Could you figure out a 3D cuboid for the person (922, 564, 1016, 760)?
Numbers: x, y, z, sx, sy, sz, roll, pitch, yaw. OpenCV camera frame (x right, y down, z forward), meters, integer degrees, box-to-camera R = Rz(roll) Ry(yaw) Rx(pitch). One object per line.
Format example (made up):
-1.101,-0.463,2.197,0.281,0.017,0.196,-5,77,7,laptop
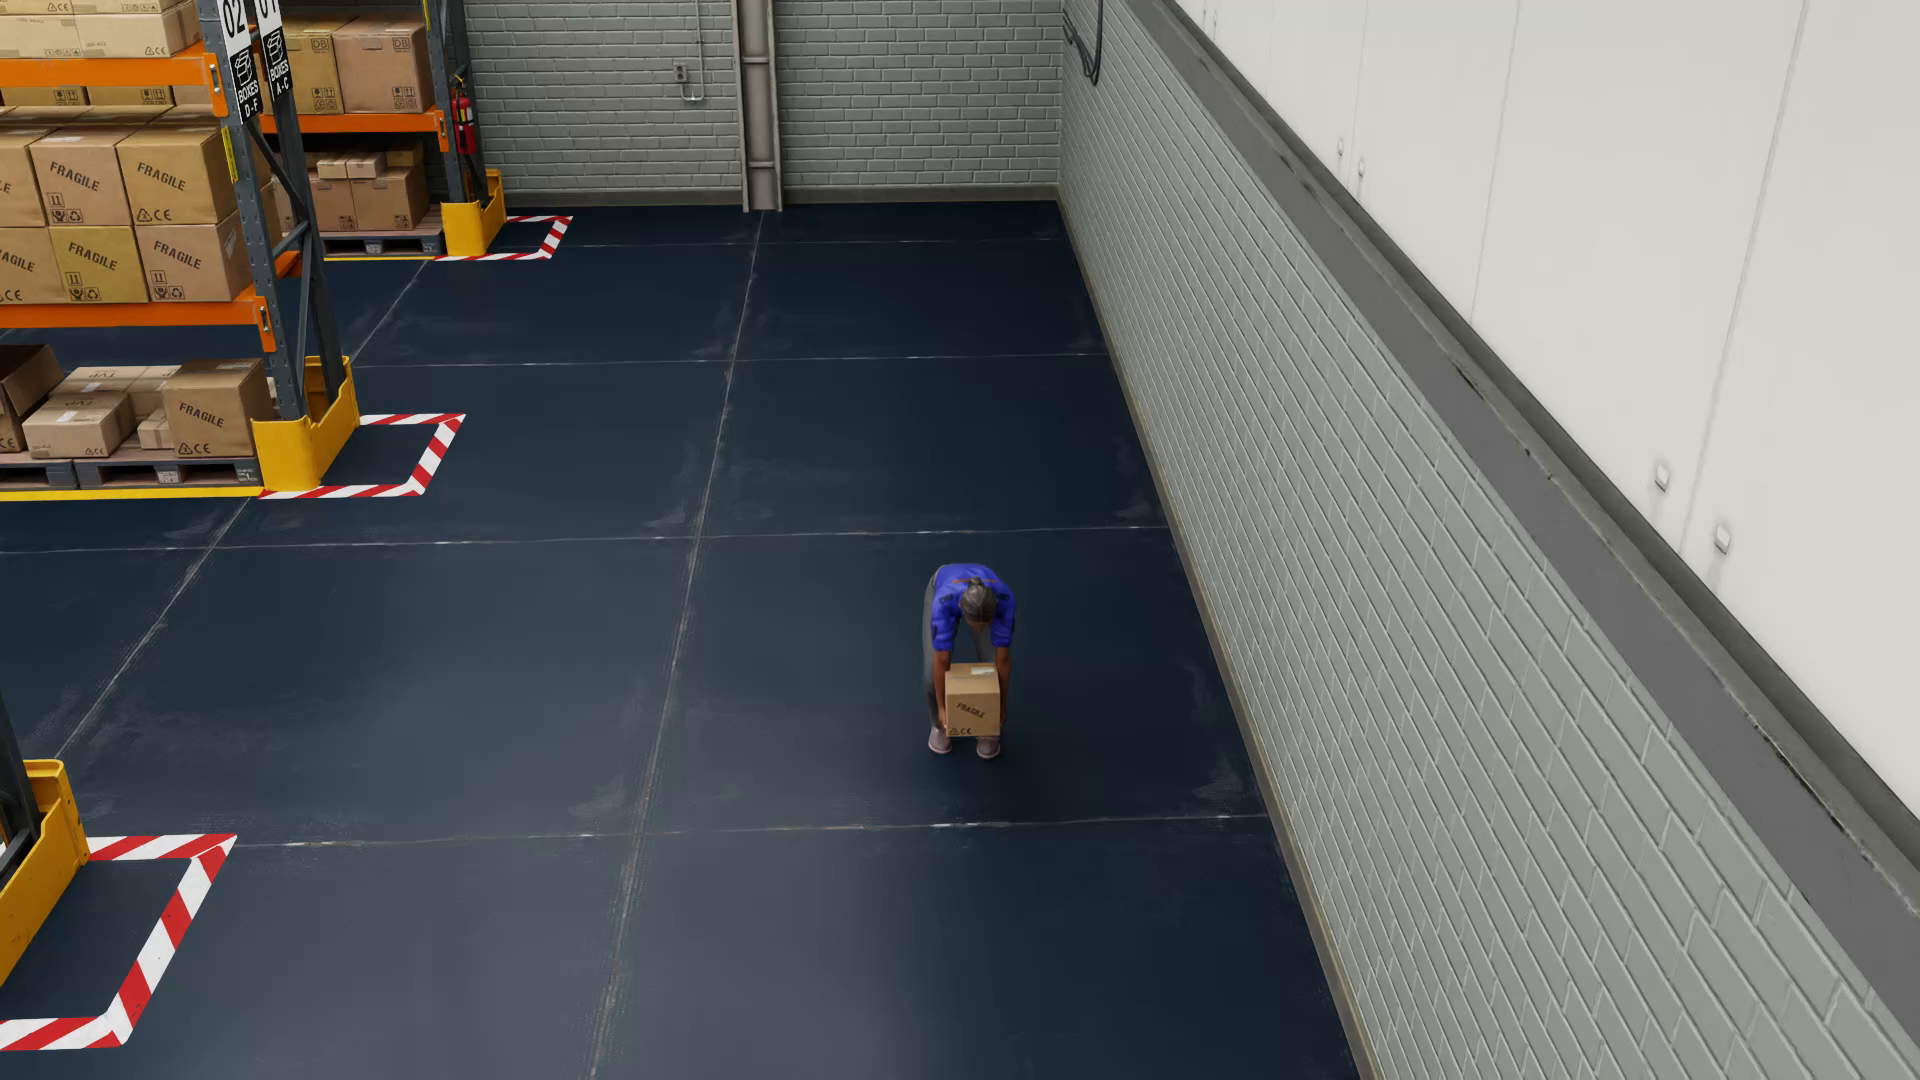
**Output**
0.036,0.584,8.049,0.430,1.165,0.837,-2,28,-5,person
